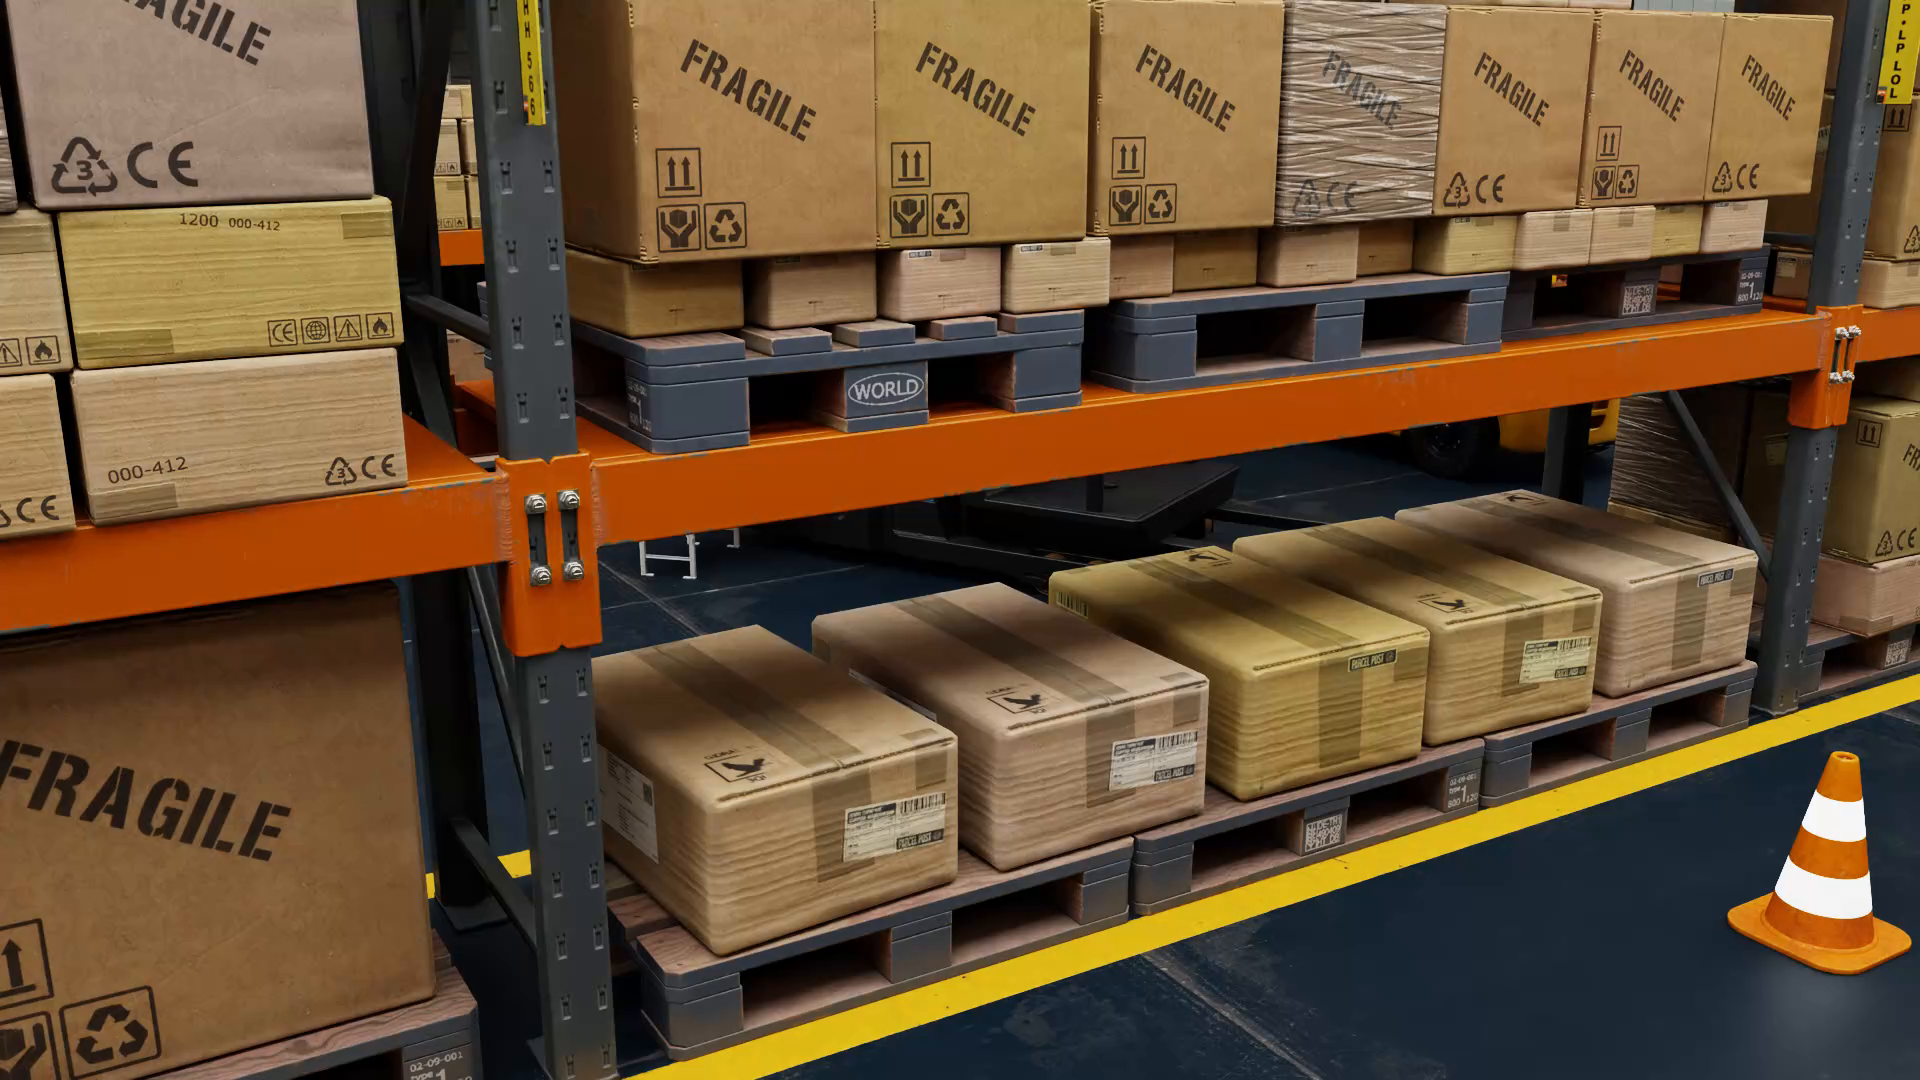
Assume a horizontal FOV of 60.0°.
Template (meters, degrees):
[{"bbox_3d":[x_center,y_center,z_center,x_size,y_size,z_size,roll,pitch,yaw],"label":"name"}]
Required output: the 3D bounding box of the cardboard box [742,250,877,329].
[{"bbox_3d":[-0.379,-0.550,3.502,0.250,0.149,0.380,-11,19,-33],"label":"cardboard box"}]

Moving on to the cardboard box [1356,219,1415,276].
[{"bbox_3d":[0.956,-0.786,4.342,0.250,0.149,0.380,-10,18,-32],"label":"cardboard box"}]

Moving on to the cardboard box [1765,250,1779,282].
[{"bbox_3d":[2.745,-1.022,5.962,0.250,0.149,0.380,-9,18,-28],"label":"cardboard box"}]

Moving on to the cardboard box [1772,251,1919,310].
[{"bbox_3d":[2.851,-0.840,5.313,0.250,0.149,0.380,-9,18,-30],"label":"cardboard box"}]

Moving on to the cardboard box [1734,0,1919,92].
[{"bbox_3d":[2.905,-1.675,5.239,0.500,0.500,0.700,-9,18,-30],"label":"cardboard box"}]

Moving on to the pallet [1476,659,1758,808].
[{"bbox_3d":[1.749,0.460,5.377,1.213,0.211,1.003,-9,18,-30],"label":"pallet"}]

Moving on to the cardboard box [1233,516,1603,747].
[{"bbox_3d":[1.353,0.246,5.064,0.625,0.372,0.950,-8,18,-26],"label":"cardboard box"}]

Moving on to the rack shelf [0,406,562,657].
[{"bbox_3d":[-2.727,0.189,2.510,4.000,0.370,1.077,-9,18,-30],"label":"rack shelf"}]

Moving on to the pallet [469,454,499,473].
[{"bbox_3d":[-2.847,-0.346,8.252,1.213,0.211,1.003,-9,18,-30],"label":"pallet"}]

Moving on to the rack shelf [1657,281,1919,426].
[{"bbox_3d":[4.130,-0.923,6.477,4.000,0.370,1.077,-9,18,-30],"label":"rack shelf"}]

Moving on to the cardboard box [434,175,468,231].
[{"bbox_3d":[-2.633,-1.585,7.783,0.500,0.250,0.500,-10,18,-31],"label":"cardboard box"}]

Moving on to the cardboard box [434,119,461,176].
[{"bbox_3d":[-2.636,-1.826,7.718,0.500,0.250,0.500,-9,18,-28],"label":"cardboard box"}]

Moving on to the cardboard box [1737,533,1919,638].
[{"bbox_3d":[3.061,0.111,5.772,0.500,0.250,0.500,-10,19,-32],"label":"cardboard box"}]

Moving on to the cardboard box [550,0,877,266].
[{"bbox_3d":[-0.508,-0.838,3.326,0.500,0.500,0.500,-10,18,-31],"label":"cardboard box"}]

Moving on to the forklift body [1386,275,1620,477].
[{"bbox_3d":[2.599,-1.601,9.135,1.214,2.155,2.313,-9,18,-30],"label":"forklift body"}]

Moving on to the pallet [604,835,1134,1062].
[{"bbox_3d":[-0.342,0.799,4.167,1.213,0.211,1.003,-9,18,-30],"label":"pallet"}]

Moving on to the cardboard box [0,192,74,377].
[{"bbox_3d":[-1.735,-0.405,2.650,0.500,0.250,0.500,-10,18,-31],"label":"cardboard box"}]

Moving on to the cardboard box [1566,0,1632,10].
[{"bbox_3d":[1.552,-1.482,4.422,0.250,0.149,0.380,-10,18,-31],"label":"cardboard box"}]

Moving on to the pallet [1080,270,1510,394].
[{"bbox_3d":[0.663,-0.627,4.446,1.213,0.211,1.003,-9,18,-30],"label":"pallet"}]

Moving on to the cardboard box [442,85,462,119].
[{"bbox_3d":[-2.495,-2.038,7.735,0.250,0.149,0.380,-9,18,-29],"label":"cardboard box"}]

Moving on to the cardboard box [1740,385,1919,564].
[{"bbox_3d":[3.061,-0.250,5.671,0.500,0.500,0.500,-8,18,-27],"label":"cardboard box"}]

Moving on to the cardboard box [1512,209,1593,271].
[{"bbox_3d":[1.463,-0.824,4.479,0.250,0.149,0.380,-9,18,-29],"label":"cardboard box"}]

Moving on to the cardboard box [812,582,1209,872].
[{"bbox_3d":[0.105,0.447,4.347,0.625,0.372,0.950,-10,18,-31],"label":"cardboard box"}]

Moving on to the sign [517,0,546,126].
[{"bbox_3d":[-0.724,-0.865,2.792,0.005,0.325,0.100,-9,18,-30],"label":"sign"}]

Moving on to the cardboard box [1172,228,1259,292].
[{"bbox_3d":[0.514,-0.711,4.075,0.250,0.149,0.380,-8,18,-28],"label":"cardboard box"}]

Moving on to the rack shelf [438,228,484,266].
[{"bbox_3d":[-1.858,-1.515,8.588,4.000,0.370,1.077,-9,18,-30],"label":"rack shelf"}]

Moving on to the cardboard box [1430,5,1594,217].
[{"bbox_3d":[1.268,-1.128,4.361,0.500,0.500,0.500,-9,18,-28],"label":"cardboard box"}]

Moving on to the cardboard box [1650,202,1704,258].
[{"bbox_3d":[1.882,-0.904,4.766,0.250,0.149,0.380,-10,18,-31],"label":"cardboard box"}]

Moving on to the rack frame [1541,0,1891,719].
[{"bbox_3d":[2.416,-0.991,5.388,0.127,3.000,1.000,-9,18,-30],"label":"rack frame"}]

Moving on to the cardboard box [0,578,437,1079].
[{"bbox_3d":[-1.648,0.463,3.361,0.875,0.875,0.875,-9,18,-30],"label":"cardboard box"}]

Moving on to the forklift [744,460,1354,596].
[{"bbox_3d":[0.540,-1.327,6.715,3.031,2.935,1.130,9,18,29],"label":"forklift"}]

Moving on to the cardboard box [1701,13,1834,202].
[{"bbox_3d":[2.138,-1.267,4.859,0.500,0.500,0.500,-10,18,-31],"label":"cardboard box"}]

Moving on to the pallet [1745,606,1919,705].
[{"bbox_3d":[2.973,0.250,6.127,1.213,0.211,1.003,-9,18,-30],"label":"pallet"}]

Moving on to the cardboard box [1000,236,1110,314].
[{"bbox_3d":[0.126,-0.611,3.719,0.250,0.149,0.380,-9,18,-29],"label":"cardboard box"}]

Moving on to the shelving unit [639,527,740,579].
[{"bbox_3d":[-1.144,-0.489,6.932,0.258,1.200,0.503,4,16,13],"label":"shelving unit"}]

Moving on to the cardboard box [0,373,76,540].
[{"bbox_3d":[-1.742,-0.158,2.693,0.500,0.250,0.500,-9,18,-29],"label":"cardboard box"}]

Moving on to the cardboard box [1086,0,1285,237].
[{"bbox_3d":[0.387,-0.987,3.859,0.500,0.500,0.500,-9,18,-29],"label":"cardboard box"}]

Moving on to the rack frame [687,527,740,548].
[{"bbox_3d":[-1.085,-0.553,7.160,0.240,1.200,0.015,4,16,13],"label":"rack frame"}]

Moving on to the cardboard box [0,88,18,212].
[{"bbox_3d":[-1.757,-0.759,2.522,0.500,0.500,0.500,-9,18,-29],"label":"cardboard box"}]

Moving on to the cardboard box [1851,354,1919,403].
[{"bbox_3d":[3.199,-0.566,5.596,0.250,0.149,0.380,-9,18,-29],"label":"cardboard box"}]
